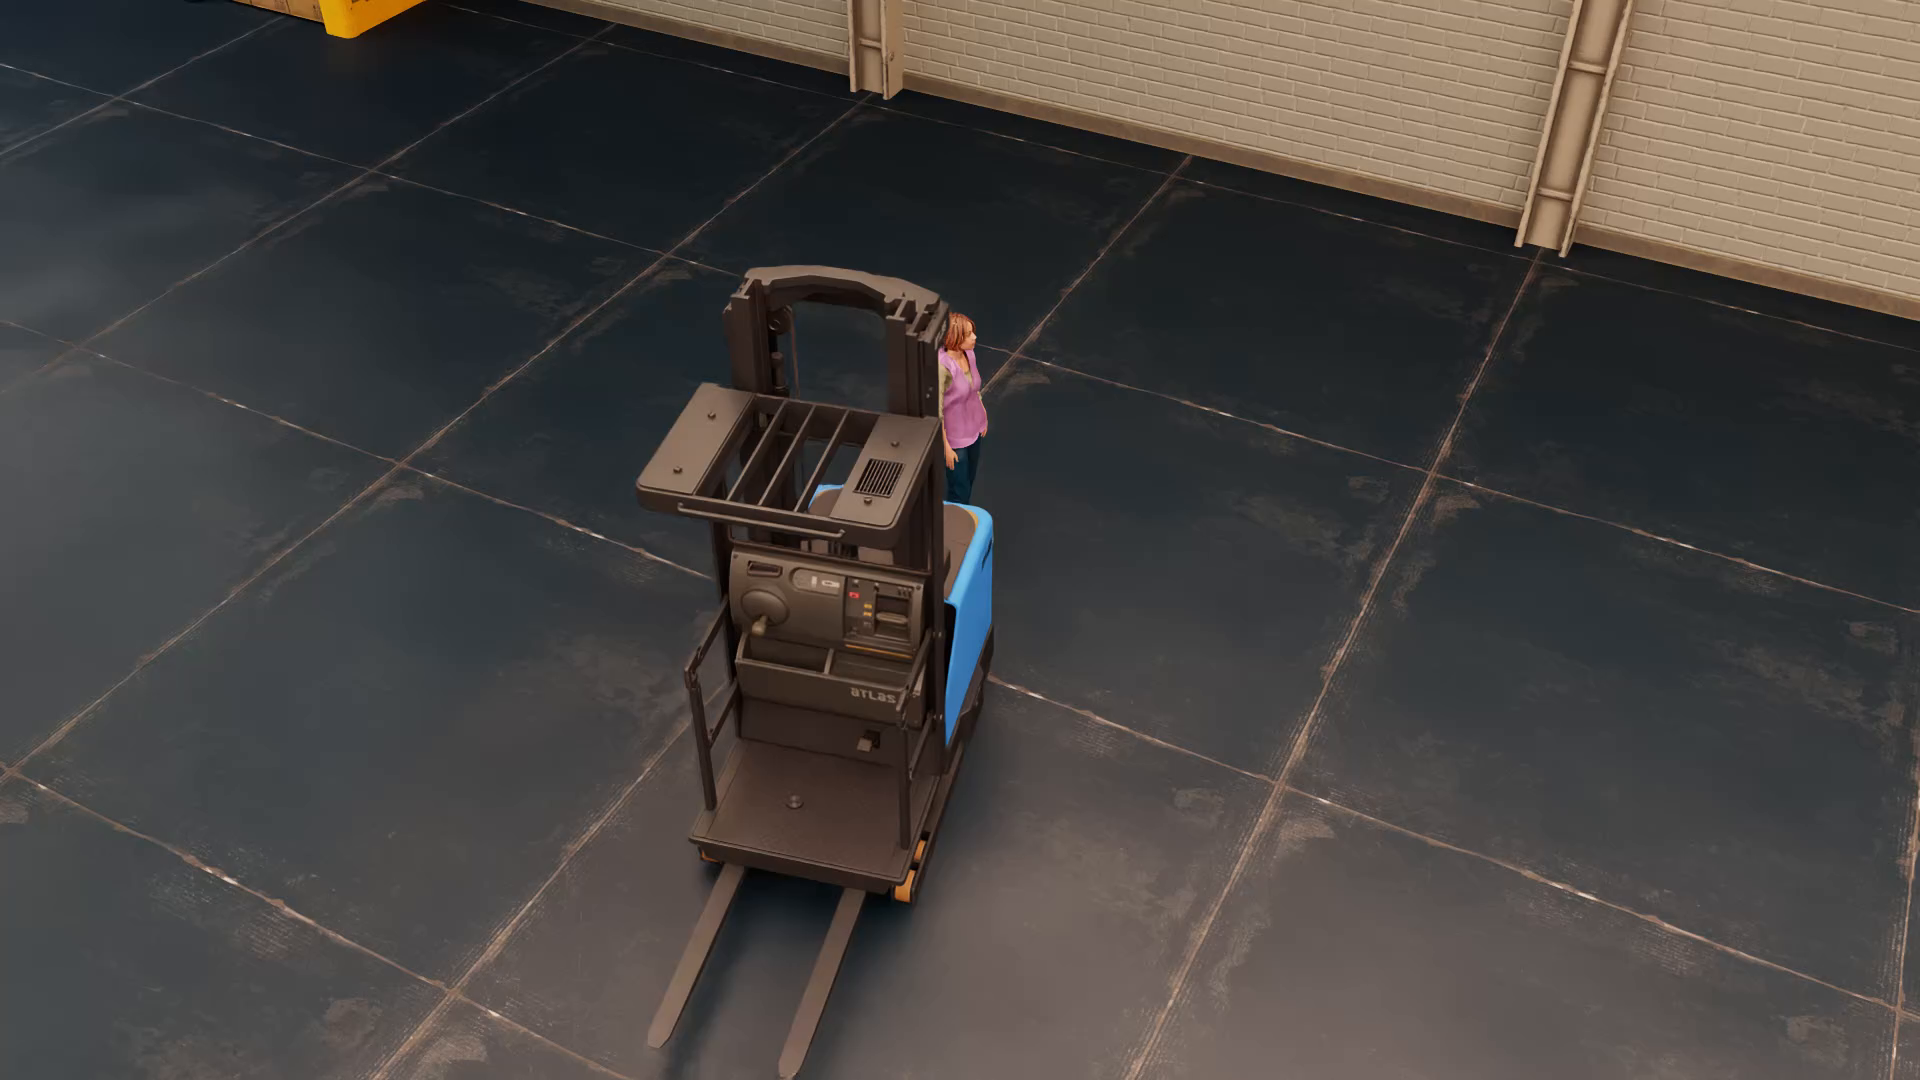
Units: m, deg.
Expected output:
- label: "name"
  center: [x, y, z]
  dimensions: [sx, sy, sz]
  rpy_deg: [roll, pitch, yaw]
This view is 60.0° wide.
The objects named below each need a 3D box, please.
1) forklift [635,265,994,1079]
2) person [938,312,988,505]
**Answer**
- label: "forklift"
  center: [-0.673, 0.375, 7.542]
  dimensions: [1.130, 2.935, 3.031]
  rpy_deg: [9, 41, 11]
- label: "person"
  center: [0.059, -0.587, 9.707]
  dimensions: [0.476, 1.597, 0.520]
  rpy_deg: [18, 43, 21]
